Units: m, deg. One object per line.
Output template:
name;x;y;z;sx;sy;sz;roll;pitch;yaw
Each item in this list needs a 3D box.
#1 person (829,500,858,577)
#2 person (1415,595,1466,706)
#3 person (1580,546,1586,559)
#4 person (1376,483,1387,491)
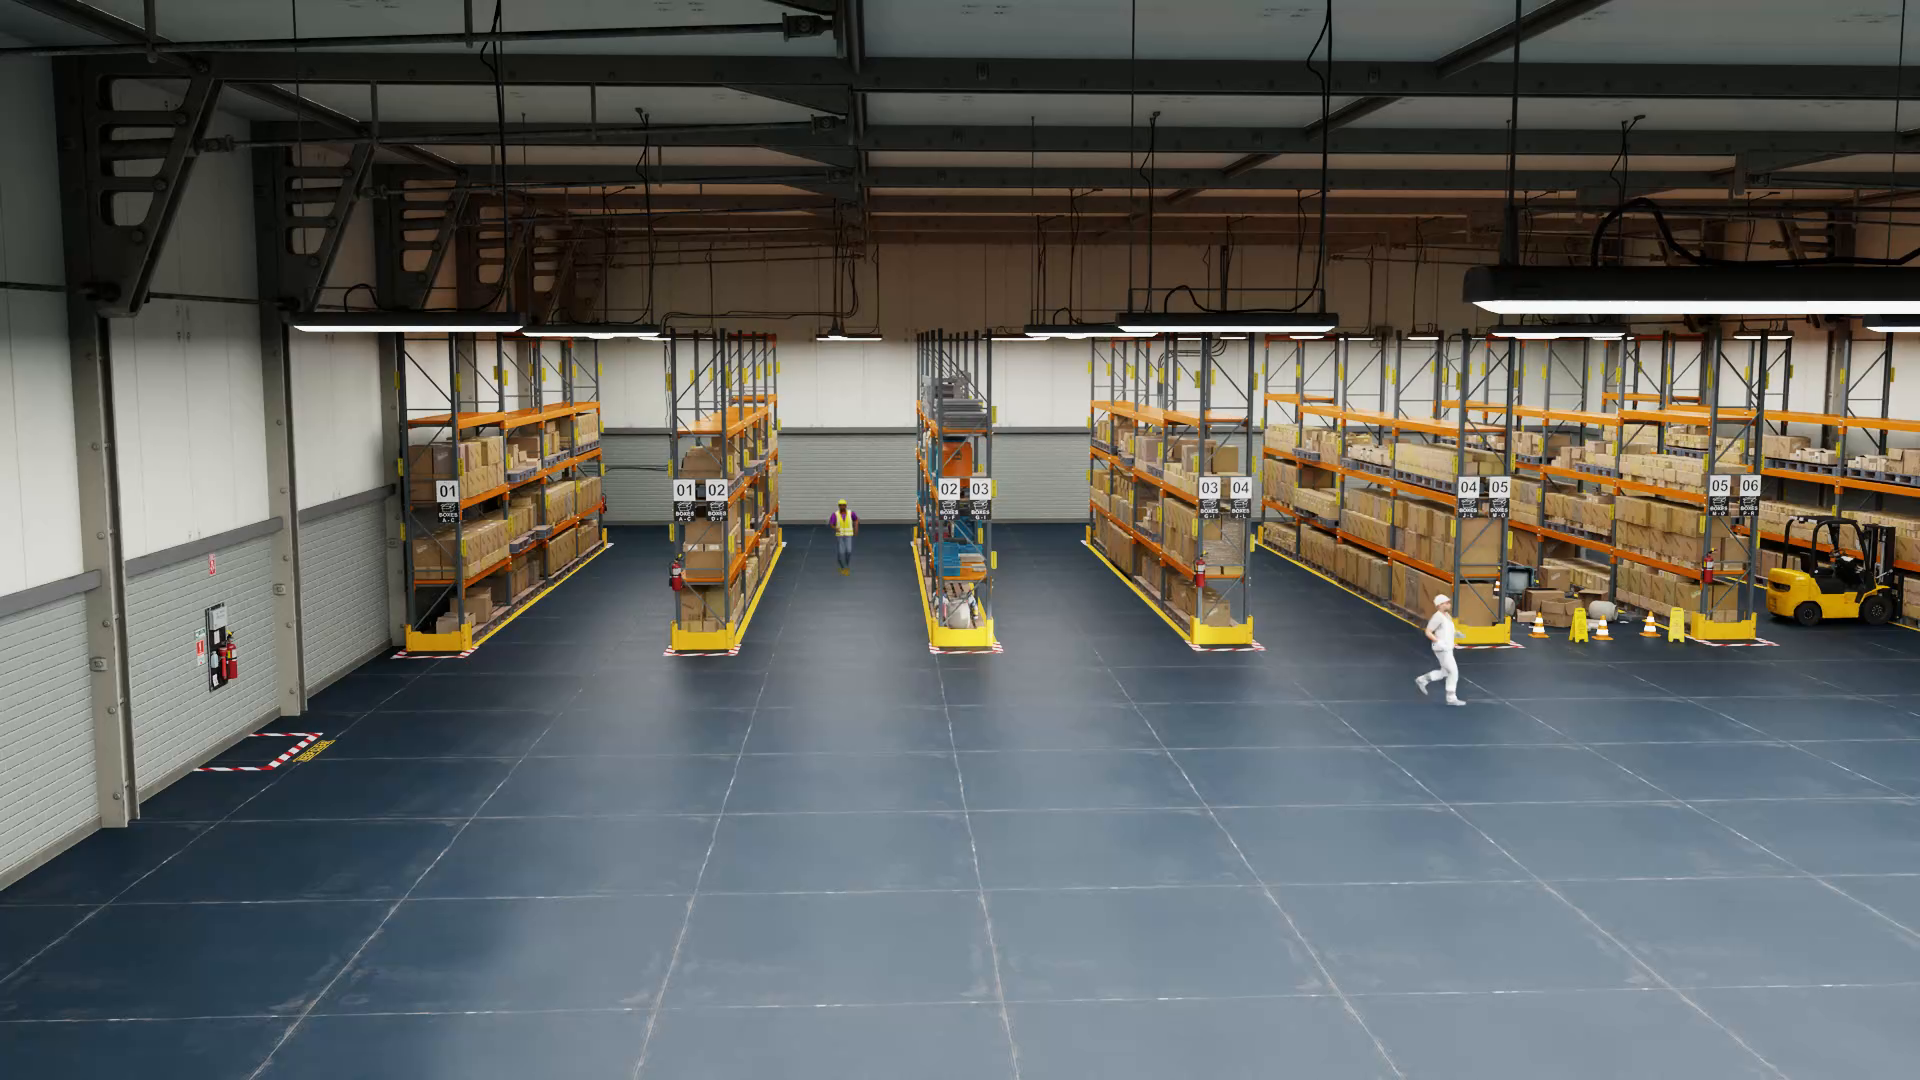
person;-2.757;-0.052;39.535;0.699;1.828;0.670;-1;7;-6
person;7.650;1.743;26.440;0.849;1.758;0.668;4;8;31
person;16.090;-0.188;43.290;0.571;1.661;0.665;0;7;-4
person;12.500;-0.970;49.408;0.731;1.721;0.617;-1;7;-5
